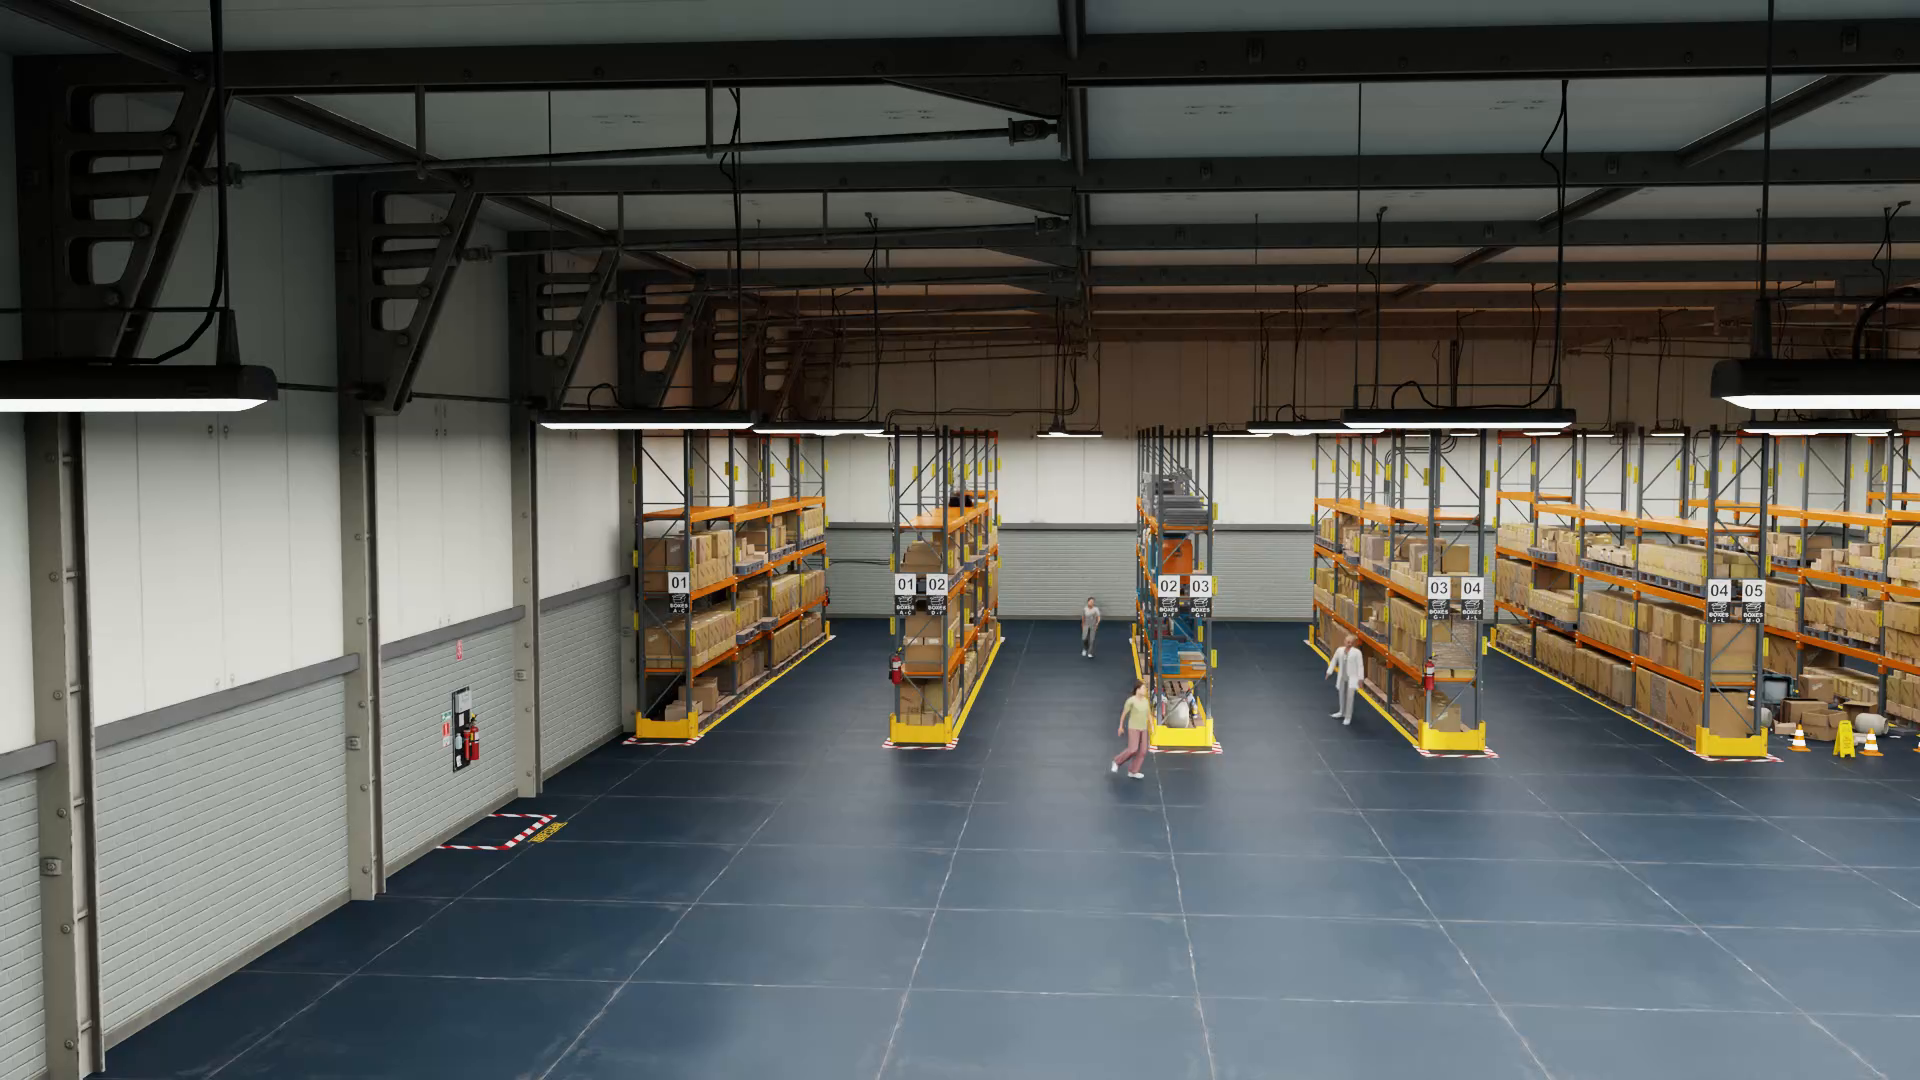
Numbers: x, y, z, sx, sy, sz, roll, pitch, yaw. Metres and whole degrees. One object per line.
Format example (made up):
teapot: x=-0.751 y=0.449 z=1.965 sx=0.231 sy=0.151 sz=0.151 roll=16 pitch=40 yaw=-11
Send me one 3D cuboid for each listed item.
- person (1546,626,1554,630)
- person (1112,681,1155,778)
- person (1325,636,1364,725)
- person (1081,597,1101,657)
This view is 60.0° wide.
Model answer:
person: x=16.674 y=2.171 z=46.549 sx=0.544 sy=1.556 sz=0.554 roll=-3 pitch=5 yaw=-43
person: x=2.912 y=3.206 z=28.197 sx=0.692 sy=1.638 sz=0.517 roll=-2 pitch=4 yaw=-34
person: x=7.837 y=2.818 z=33.794 sx=0.762 sy=1.775 sz=0.832 roll=3 pitch=4 yaw=40
person: x=3.411 y=2.289 z=43.520 sx=0.556 sy=1.620 sz=0.730 roll=1 pitch=3 yaw=11
